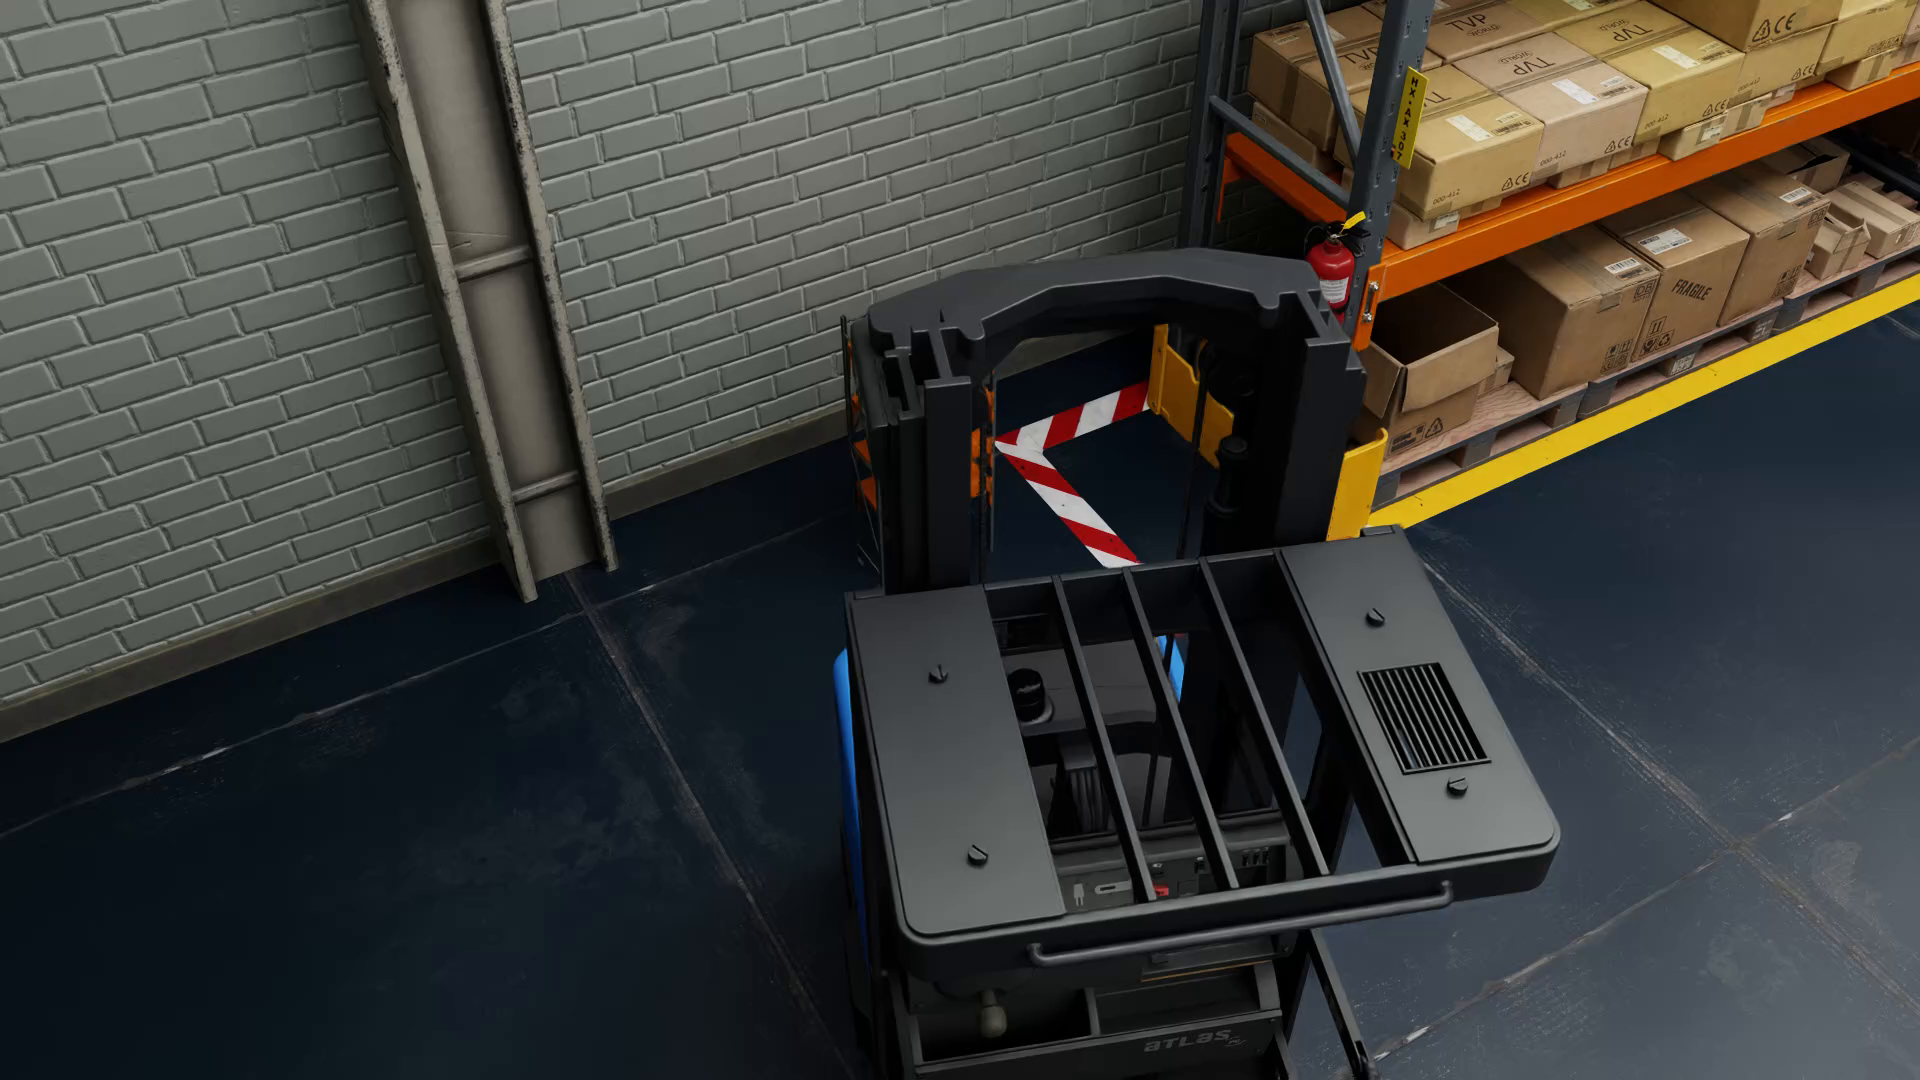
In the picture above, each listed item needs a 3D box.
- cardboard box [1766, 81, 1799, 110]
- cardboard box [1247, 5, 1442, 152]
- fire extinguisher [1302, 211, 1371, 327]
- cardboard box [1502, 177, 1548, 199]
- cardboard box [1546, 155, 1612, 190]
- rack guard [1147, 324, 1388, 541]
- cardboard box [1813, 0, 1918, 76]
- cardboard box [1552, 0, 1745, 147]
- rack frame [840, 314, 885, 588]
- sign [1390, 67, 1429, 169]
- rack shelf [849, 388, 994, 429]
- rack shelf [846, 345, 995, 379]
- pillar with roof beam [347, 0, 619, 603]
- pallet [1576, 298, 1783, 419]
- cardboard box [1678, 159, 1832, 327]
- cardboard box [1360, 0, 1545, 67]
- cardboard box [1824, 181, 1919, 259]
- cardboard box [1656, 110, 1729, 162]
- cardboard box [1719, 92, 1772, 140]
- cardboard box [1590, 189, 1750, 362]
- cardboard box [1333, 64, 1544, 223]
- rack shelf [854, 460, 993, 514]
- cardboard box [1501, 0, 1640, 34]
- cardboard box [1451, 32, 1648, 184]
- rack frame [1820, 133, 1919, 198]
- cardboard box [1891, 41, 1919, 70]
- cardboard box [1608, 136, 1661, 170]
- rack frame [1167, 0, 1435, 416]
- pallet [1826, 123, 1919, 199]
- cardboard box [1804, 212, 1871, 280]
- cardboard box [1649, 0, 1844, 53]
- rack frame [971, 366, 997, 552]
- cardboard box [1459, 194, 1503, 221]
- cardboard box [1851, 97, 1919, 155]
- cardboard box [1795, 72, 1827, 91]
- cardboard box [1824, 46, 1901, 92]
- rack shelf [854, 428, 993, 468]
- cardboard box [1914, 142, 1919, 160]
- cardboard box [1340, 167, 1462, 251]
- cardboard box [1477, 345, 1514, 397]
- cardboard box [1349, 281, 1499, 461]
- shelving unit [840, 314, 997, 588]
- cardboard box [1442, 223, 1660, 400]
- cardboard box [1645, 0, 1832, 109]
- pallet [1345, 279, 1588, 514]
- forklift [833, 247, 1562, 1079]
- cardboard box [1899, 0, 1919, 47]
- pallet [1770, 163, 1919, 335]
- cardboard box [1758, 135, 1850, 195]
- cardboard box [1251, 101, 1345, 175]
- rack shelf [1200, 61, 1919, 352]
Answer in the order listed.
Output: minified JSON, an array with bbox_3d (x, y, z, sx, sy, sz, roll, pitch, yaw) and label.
[{"bbox_3d":[3.150,-1.891,6.725,0.250,0.149,0.380,-22,48,-21],"label":"cardboard box"},{"bbox_3d":[1.446,-1.754,6.298,0.500,0.250,0.500,-20,48,-20],"label":"cardboard box"},{"bbox_3d":[1.282,-0.890,5.836,0.183,0.674,0.296,-22,48,-21],"label":"fire extinguisher"},{"bbox_3d":[2.009,-1.468,6.289,0.250,0.149,0.380,-22,48,-21],"label":"cardboard box"},{"bbox_3d":[2.259,-1.518,6.341,0.250,0.149,0.380,-20,48,-20],"label":"cardboard box"},{"bbox_3d":[1.245,-0.511,6.917,0.348,0.500,1.175,-22,48,-21],"label":"rack guard"},{"bbox_3d":[3.462,-2.150,6.706,0.500,0.250,0.500,-22,48,-21],"label":"cardboard box"},{"bbox_3d":[2.582,-1.782,6.326,0.500,0.250,0.500,-23,49,-22],"label":"cardboard box"},{"bbox_3d":[-0.355,-0.288,6.186,0.015,1.200,0.240,-22,48,-21],"label":"rack frame"},{"bbox_3d":[1.450,-1.364,5.380,0.005,0.325,0.100,-22,48,-21],"label":"sign"},{"bbox_3d":[-0.144,-0.485,6.164,0.480,0.148,0.258,-22,48,-21],"label":"rack shelf"},{"bbox_3d":[-0.144,-0.655,5.999,0.480,0.148,0.258,-22,48,-21],"label":"rack shelf"},{"bbox_3d":[0.537,-0.543,0.848,0.400,9.000,9.100,-22,48,-21],"label":"pillar with roof beam"},{"bbox_3d":[2.993,-1.104,7.737,1.213,0.211,1.003,-22,48,-21],"label":"pallet"},{"bbox_3d":[3.418,-1.423,7.556,0.500,0.500,0.700,-24,49,-22],"label":"cardboard box"},{"bbox_3d":[1.894,-1.932,6.481,0.500,0.250,0.500,-22,48,-21],"label":"cardboard box"},{"bbox_3d":[4.311,-1.526,7.914,0.250,0.149,0.380,-23,49,-22],"label":"cardboard box"},{"bbox_3d":[2.743,-1.656,6.483,0.250,0.149,0.380,-23,49,-22],"label":"cardboard box"},{"bbox_3d":[2.961,-1.760,6.590,0.250,0.149,0.380,-21,48,-20],"label":"cardboard box"},{"bbox_3d":[3.026,-1.186,7.312,0.500,0.500,0.500,-21,48,-20],"label":"cardboard box"},{"bbox_3d":[1.707,-1.429,5.963,0.500,0.250,0.500,-22,48,-21],"label":"cardboard box"},{"bbox_3d":[-0.144,-0.182,6.458,0.480,0.148,0.258,-22,48,-21],"label":"rack shelf"},{"bbox_3d":[2.325,-2.101,6.655,0.500,0.250,0.500,-20,48,-20],"label":"cardboard box"},{"bbox_3d":[2.144,-1.604,6.143,0.500,0.250,0.500,-21,48,-21],"label":"cardboard box"},{"bbox_3d":[4.648,-2.769,7.449,0.127,3.000,1.000,-22,48,-21],"label":"rack frame"},{"bbox_3d":[3.828,-2.133,6.974,0.250,0.149,0.380,-21,48,-20],"label":"cardboard box"},{"bbox_3d":[2.486,-1.614,6.440,0.250,0.149,0.380,-21,48,-20],"label":"cardboard box"},{"bbox_3d":[1.179,-1.381,6.019,0.127,3.000,1.000,-22,48,-21],"label":"rack frame"},{"bbox_3d":[5.334,-2.073,8.735,1.213,0.211,1.003,-22,48,-21],"label":"pallet"},{"bbox_3d":[4.001,-1.444,7.746,0.258,0.266,0.396,-20,48,-20],"label":"cardboard box"},{"bbox_3d":[3.007,-2.219,6.238,0.500,0.500,0.500,-21,48,-20],"label":"cardboard box"},{"bbox_3d":[0.068,-0.458,6.360,0.015,1.200,0.240,-22,48,-21],"label":"rack frame"},{"bbox_3d":[1.799,-1.356,6.173,0.250,0.149,0.380,-21,48,-20],"label":"cardboard box"},{"bbox_3d":[4.926,-2.372,8.533,0.500,0.500,0.500,-22,48,-21],"label":"cardboard box"},{"bbox_3d":[3.341,-2.005,6.843,0.250,0.149,0.380,-21,48,-20],"label":"cardboard box"},{"bbox_3d":[3.620,-2.027,6.866,0.250,0.149,0.380,-22,48,-22],"label":"cardboard box"},{"bbox_3d":[-0.144,-0.325,6.320,0.480,0.148,0.258,-22,48,-21],"label":"rack shelf"},{"bbox_3d":[5.179,-2.055,8.207,0.500,0.500,0.500,-20,48,-19],"label":"cardboard box"},{"bbox_3d":[1.601,-1.239,6.054,0.250,0.149,0.380,-22,48,-21],"label":"cardboard box"},{"bbox_3d":[2.145,-0.788,7.153,0.250,0.149,0.380,-24,49,-22],"label":"cardboard box"},{"bbox_3d":[1.757,-0.791,6.902,0.637,0.503,0.797,-24,49,-22],"label":"cardboard box"},{"bbox_3d":[-0.144,-0.373,6.273,0.503,1.200,0.258,-22,48,-21],"label":"shelving unit"},{"bbox_3d":[2.518,-1.063,7.185,0.500,0.500,0.700,-20,48,-19],"label":"cardboard box"},{"bbox_3d":[3.015,-1.972,6.522,0.500,0.250,0.500,-23,49,-22],"label":"cardboard box"},{"bbox_3d":[1.936,-0.684,7.303,1.213,0.211,1.003,-22,48,-21],"label":"pallet"},{"bbox_3d":[0.369,0.979,3.637,1.130,2.935,3.031,-7,45,-7],"label":"forklift"},{"bbox_3d":[3.901,-2.315,6.876,0.500,0.250,0.500,-22,48,-21],"label":"cardboard box"},{"bbox_3d":[4.052,-1.531,8.176,1.213,0.211,1.003,-22,48,-21],"label":"pallet"},{"bbox_3d":[3.957,-1.868,8.150,0.500,0.311,0.500,-20,48,-20],"label":"cardboard box"},{"bbox_3d":[1.333,-1.568,6.392,0.250,0.149,0.380,-22,48,-21],"label":"cardboard box"},{"bbox_3d":[2.914,-1.817,6.985,4.000,0.370,1.077,-22,48,-21],"label":"rack shelf"}]
